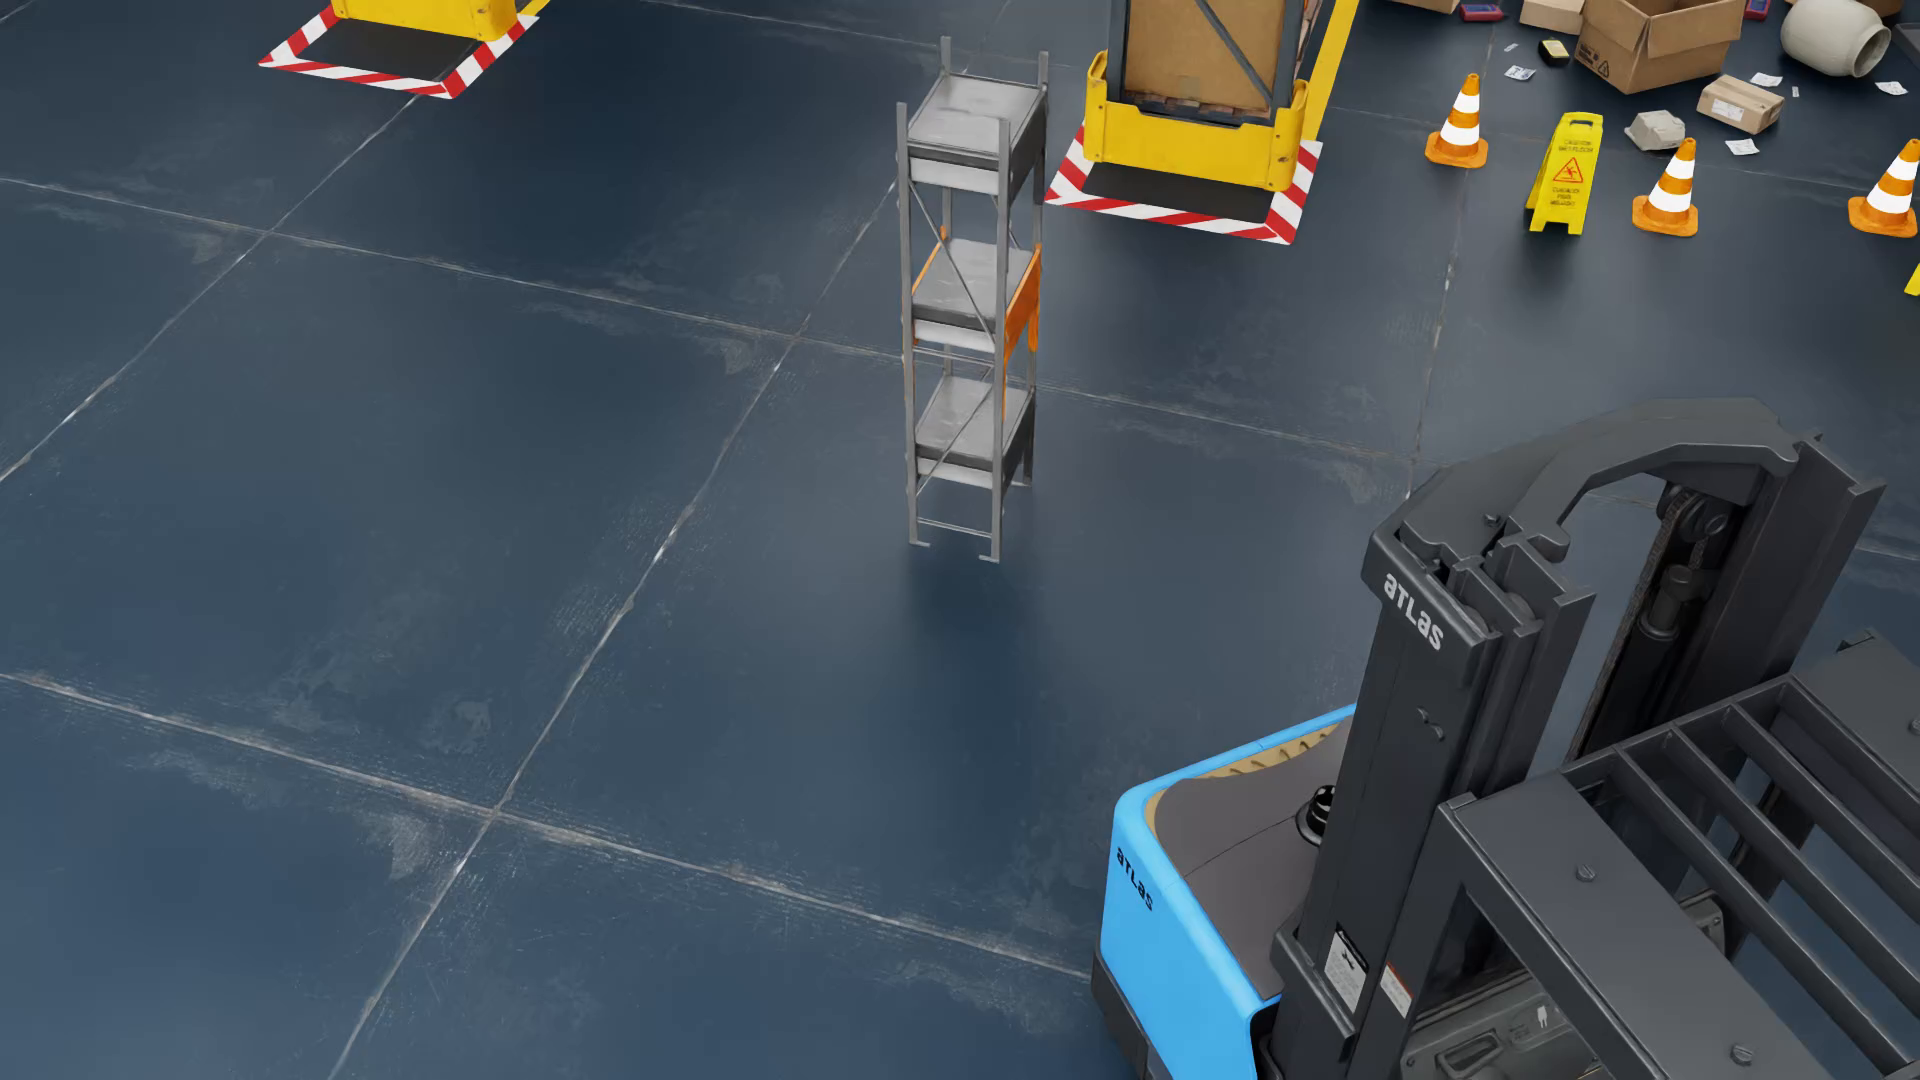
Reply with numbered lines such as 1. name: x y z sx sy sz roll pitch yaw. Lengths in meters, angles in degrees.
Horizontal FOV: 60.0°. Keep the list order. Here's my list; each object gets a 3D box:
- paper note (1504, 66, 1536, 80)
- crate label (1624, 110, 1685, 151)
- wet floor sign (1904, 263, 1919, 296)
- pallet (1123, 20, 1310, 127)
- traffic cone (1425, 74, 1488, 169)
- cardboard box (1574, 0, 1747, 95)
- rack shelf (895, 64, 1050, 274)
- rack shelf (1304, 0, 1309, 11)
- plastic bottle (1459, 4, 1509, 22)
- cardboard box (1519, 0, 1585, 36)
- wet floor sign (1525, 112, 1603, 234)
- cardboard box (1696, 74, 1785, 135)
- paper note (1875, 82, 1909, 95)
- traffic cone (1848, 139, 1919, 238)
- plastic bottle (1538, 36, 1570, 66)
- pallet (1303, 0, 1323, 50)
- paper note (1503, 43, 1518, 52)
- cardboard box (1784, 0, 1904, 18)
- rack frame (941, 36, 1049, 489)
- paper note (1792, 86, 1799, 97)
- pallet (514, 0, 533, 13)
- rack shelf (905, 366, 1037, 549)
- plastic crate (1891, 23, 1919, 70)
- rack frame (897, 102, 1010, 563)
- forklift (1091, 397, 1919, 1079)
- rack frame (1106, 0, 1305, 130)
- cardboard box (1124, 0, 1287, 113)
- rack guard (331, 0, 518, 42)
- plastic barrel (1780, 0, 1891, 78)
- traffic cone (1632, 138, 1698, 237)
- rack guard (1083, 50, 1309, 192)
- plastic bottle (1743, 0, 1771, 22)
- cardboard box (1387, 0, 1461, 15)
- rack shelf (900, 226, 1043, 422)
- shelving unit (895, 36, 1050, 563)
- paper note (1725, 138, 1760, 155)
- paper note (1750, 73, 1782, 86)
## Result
1. paper note: 3.372 -2.814 10.004 0.144 0.017 0.142 28 51 26
2. crate label: 3.958 -2.320 9.421 0.250 0.136 0.298 -9 45 -9
3. wet floor sign: 4.962 -1.496 8.216 0.267 0.644 0.232 28 51 26
4. pallet: 1.459 -2.771 9.830 1.003 0.211 1.213 13 46 13
5. traffic cone: 2.805 -2.365 9.235 0.336 0.463 0.334 13 46 13
6. cardboard box: 4.158 -3.052 9.908 0.797 0.503 0.637 -16 47 -16
7. rack shelf: 0.050 -1.351 6.047 0.431 0.518 0.480 13 46 12
8. rack shelf: 1.897 -4.294 9.907 1.077 0.370 4.000 13 46 13
9. plastic bottle: 3.314 -3.333 10.511 0.283 0.061 0.133 -2 44 -2
10. cardboard box: 3.737 -3.371 10.405 0.396 0.266 0.258 20 48 19
11. wet floor sign: 3.169 -1.938 8.668 0.267 0.644 0.232 5 45 5
12. cardboard box: 4.511 -2.519 9.617 0.250 0.149 0.380 -33 53 -29
13. paper note: 5.537 -2.690 9.876 0.142 0.019 0.148 -2 44 -2
14. traffic cone: 4.940 -1.890 8.750 0.336 0.463 0.334 13 46 13
15. plastic bottle: 3.621 -2.996 10.167 0.133 0.061 0.283 -2 44 -2
16. pallet: 1.830 -3.582 10.658 1.003 0.211 1.213 13 46 13
17. paper note: 3.393 -3.034 10.242 0.123 0.001 0.032 -33 53 -29
18. cardboard box: 5.629 -3.585 10.453 0.500 0.500 0.500 -24 49 -22
19. rack frame: 0.124 -1.023 6.694 0.400 2.100 0.015 13 46 12
20. paper note: 4.953 -2.658 9.858 0.032 0.001 0.123 13 46 13
21. pallet: -3.103 -3.924 11.008 1.003 0.211 1.213 13 46 13
22. rack shelf: 0.050 -0.351 7.026 0.431 0.518 0.480 13 46 12
23. plastic crate: 5.994 -2.987 10.144 0.402 0.080 0.583 -2 44 -2
24. rack frame: -0.024 -0.698 6.361 0.400 2.100 0.015 13 46 12
25. forklift: 1.505 1.263 3.763 1.130 2.935 3.031 -18 47 -17
26. rack frame: 1.291 -3.218 8.293 1.000 3.000 0.127 13 46 13
27. cardboard box: 1.434 -3.075 9.366 0.875 0.875 0.875 13 46 13
28. rack guard: -3.382 -3.493 10.362 1.175 0.500 0.348 13 46 13
29. plastic barrel: 5.222 -3.014 9.926 0.421 0.421 0.512 -24 49 -22
30. traffic cone: 3.779 -1.899 8.759 0.336 0.463 0.334 13 46 13
31. rack guard: 1.284 -2.309 9.151 1.175 0.500 0.348 13 46 13
32. plastic bottle: 5.073 -3.390 10.570 0.133 0.061 0.283 20 48 19
33. cardboard box: 3.010 -3.740 10.612 0.500 0.500 0.500 20 48 19
34. rack shelf: 0.050 -0.851 6.537 0.431 0.518 0.480 13 46 12
35. shelving unit: 0.050 -0.861 6.527 0.431 2.100 0.503 13 46 12
36. paper note: 4.429 -2.228 9.404 0.148 0.019 0.142 -2 44 -2
37. paper note: 4.829 -2.758 9.954 0.148 0.019 0.142 28 51 26
